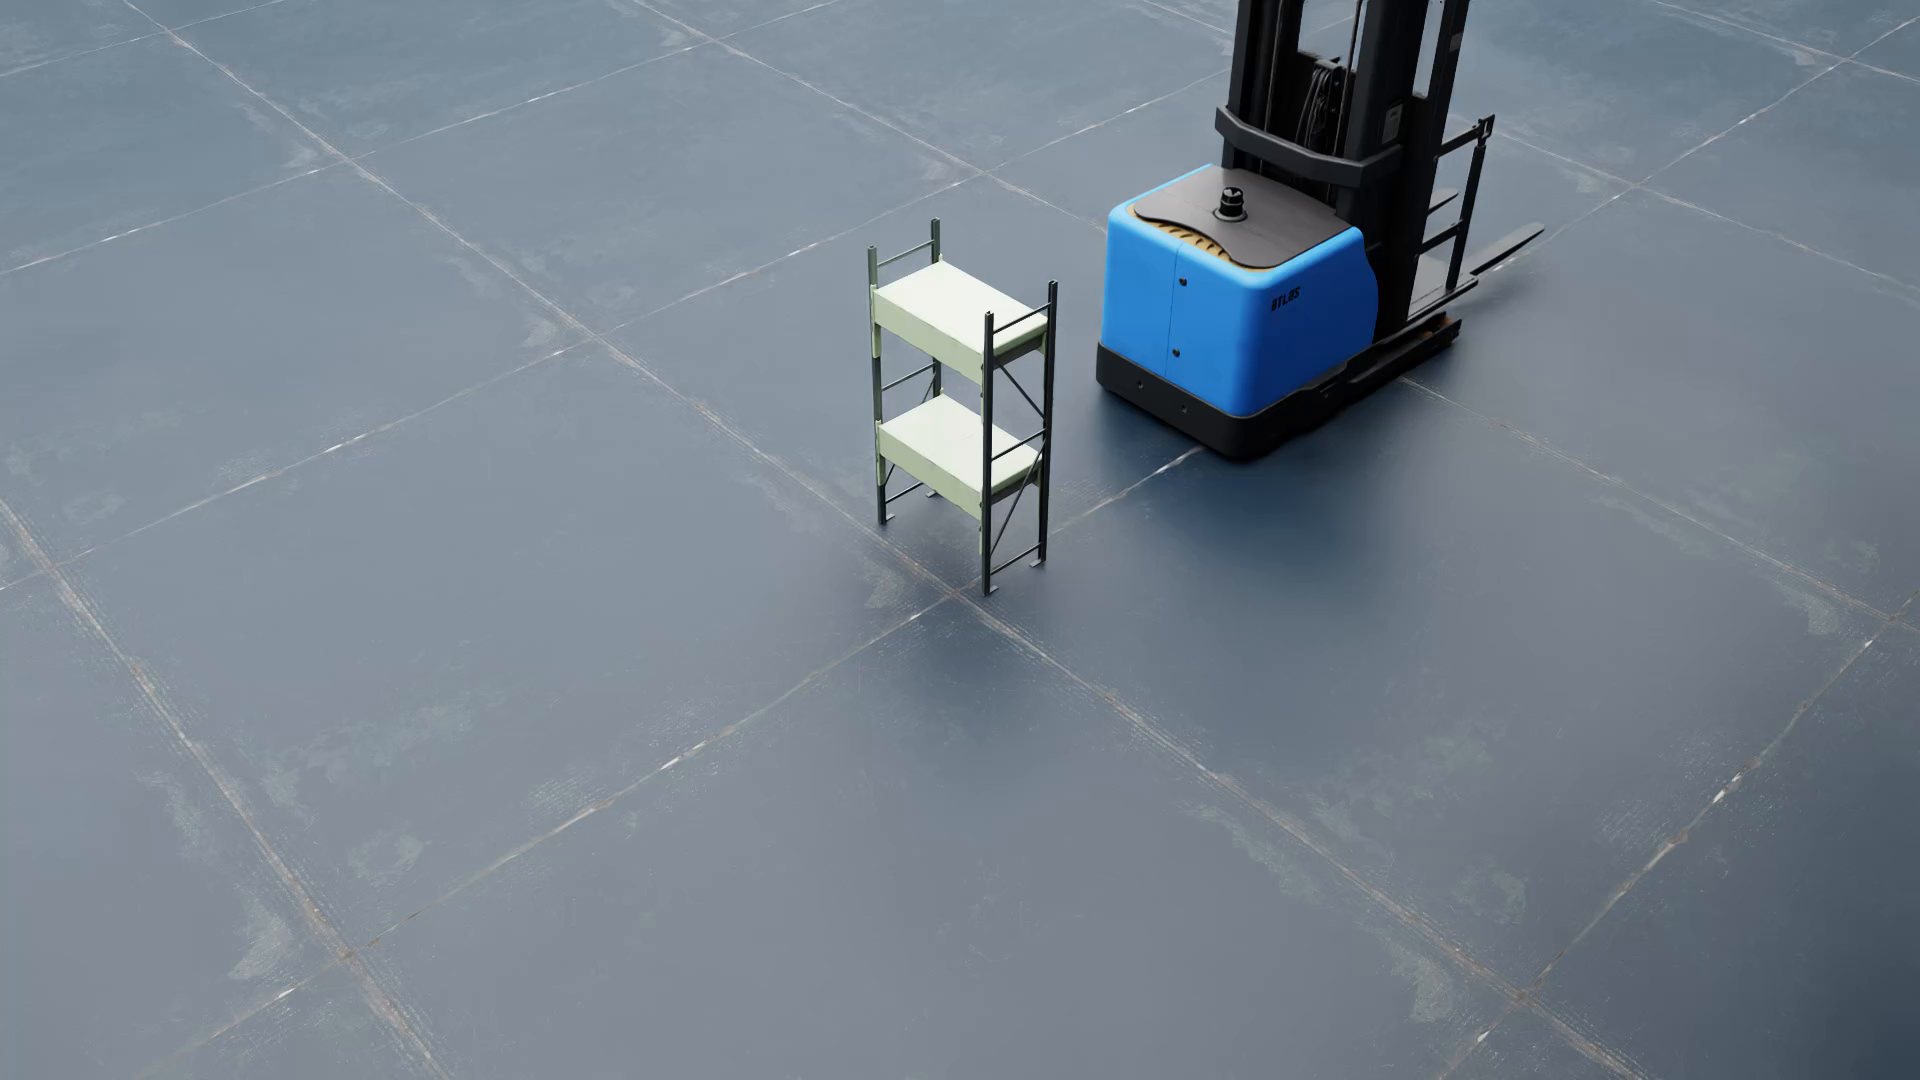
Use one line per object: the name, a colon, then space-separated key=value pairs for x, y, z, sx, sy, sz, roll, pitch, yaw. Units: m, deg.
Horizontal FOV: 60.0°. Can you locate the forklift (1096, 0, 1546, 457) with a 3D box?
forklift: x=2.155 y=-2.357 z=8.543 sx=3.031 sy=2.935 sz=1.130 roll=-30 pitch=48 yaw=-32

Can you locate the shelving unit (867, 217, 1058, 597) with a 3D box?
shelving unit: x=0.005 y=-0.580 z=7.483 sx=0.431 sy=1.500 sz=0.755 roll=-30 pitch=48 yaw=-32

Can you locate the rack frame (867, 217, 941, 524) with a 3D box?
rack frame: x=-0.243 y=-0.750 z=7.693 sx=0.400 sy=1.500 sz=0.023 roll=-30 pitch=48 yaw=-32

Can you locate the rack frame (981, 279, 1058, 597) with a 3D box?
rack frame: x=0.252 y=-0.411 z=7.273 sx=0.400 sy=1.500 sz=0.023 roll=-30 pitch=48 yaw=-32

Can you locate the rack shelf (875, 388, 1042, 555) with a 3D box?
rack shelf: x=0.005 y=-0.327 z=7.688 sx=0.431 sy=0.370 sz=0.720 roll=-30 pitch=48 yaw=-32

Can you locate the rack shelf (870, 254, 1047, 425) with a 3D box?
rack shelf: x=0.005 y=-0.884 z=7.238 sx=0.431 sy=0.370 sz=0.720 roll=-30 pitch=48 yaw=-32
